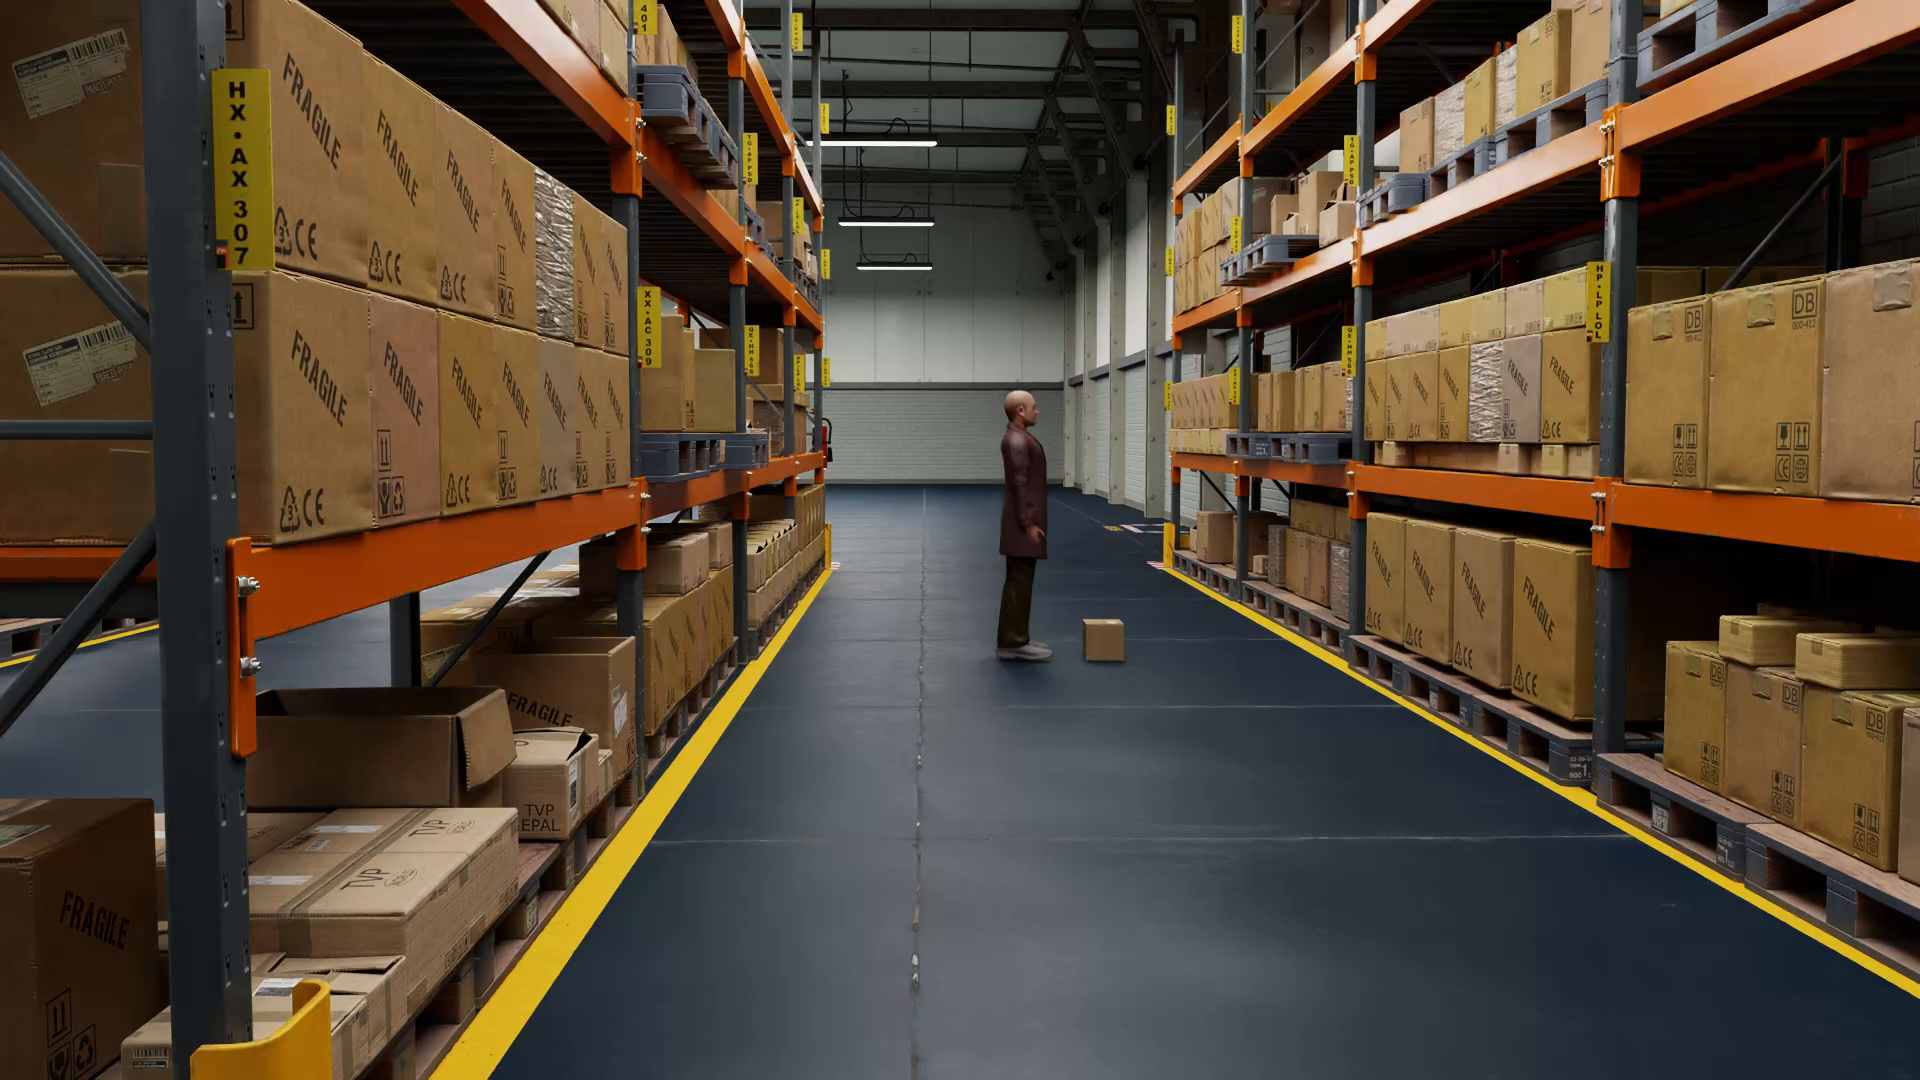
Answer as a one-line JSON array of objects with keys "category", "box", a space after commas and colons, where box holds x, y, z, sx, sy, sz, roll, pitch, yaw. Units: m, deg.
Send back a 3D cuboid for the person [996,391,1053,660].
[{"category": "person", "box": [0.428, -0.104, 11.122, 0.374, 1.784, 0.562, 0, 4, 0]}]
